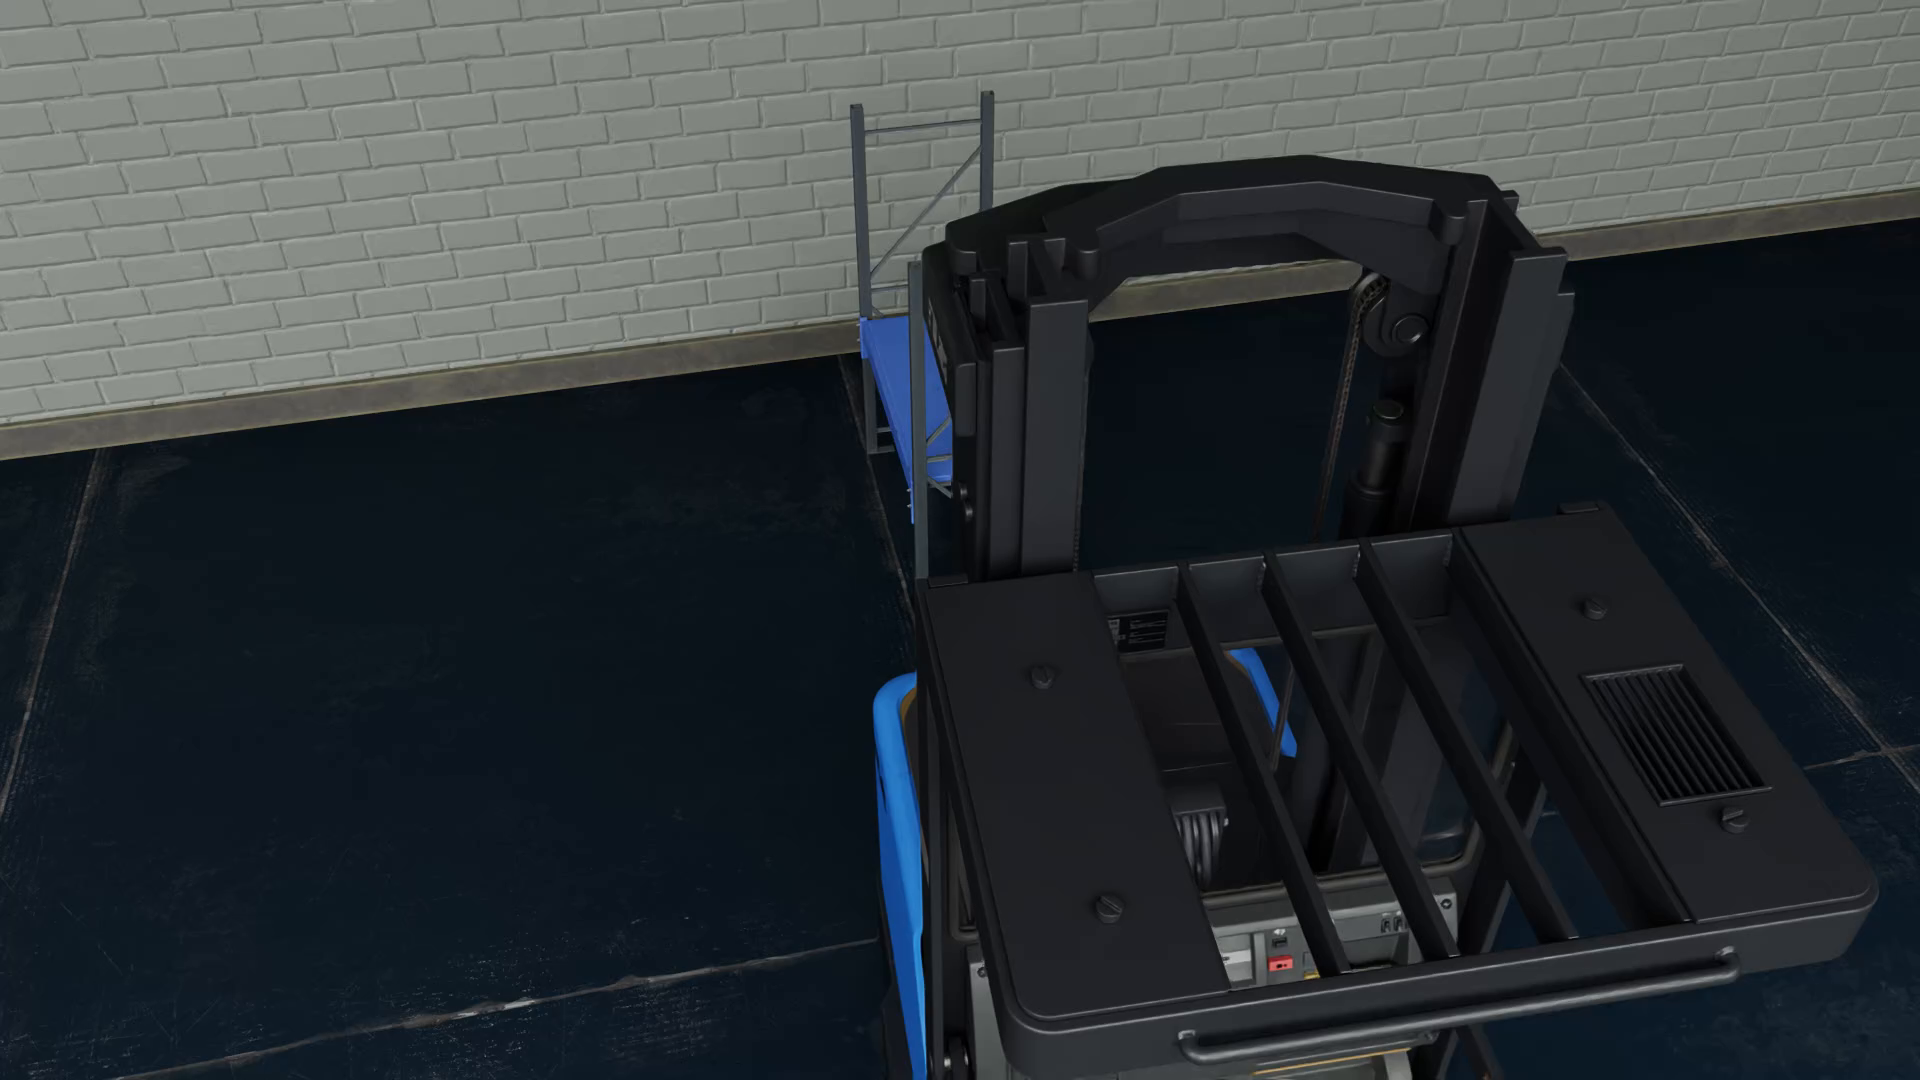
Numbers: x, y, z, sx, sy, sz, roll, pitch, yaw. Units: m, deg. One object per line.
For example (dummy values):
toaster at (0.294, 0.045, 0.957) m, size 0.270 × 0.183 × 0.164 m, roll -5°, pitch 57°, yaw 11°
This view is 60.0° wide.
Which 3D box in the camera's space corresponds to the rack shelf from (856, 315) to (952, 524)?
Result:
rack shelf at (-0.018, -0.482, 5.934) m, size 0.538 × 0.185 × 1.000 m, roll -8°, pitch 42°, yaw -9°

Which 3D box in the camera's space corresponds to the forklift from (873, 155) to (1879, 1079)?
forklift at (0.518, 0.965, 2.955) m, size 1.130 × 2.935 × 3.031 m, roll -6°, pitch 42°, yaw -7°

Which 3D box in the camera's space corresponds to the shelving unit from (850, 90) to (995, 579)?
shelving unit at (-0.018, -0.616, 5.814) m, size 0.538 × 1.500 × 1.048 m, roll -8°, pitch 42°, yaw -9°

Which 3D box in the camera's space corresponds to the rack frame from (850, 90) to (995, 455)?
rack frame at (-0.128, -0.946, 6.186) m, size 0.500 × 1.500 × 0.032 m, roll -8°, pitch 42°, yaw -9°

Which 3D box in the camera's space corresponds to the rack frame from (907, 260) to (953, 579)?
rack frame at (0.091, -0.287, 5.443) m, size 0.500 × 1.500 × 0.032 m, roll -8°, pitch 42°, yaw -9°
